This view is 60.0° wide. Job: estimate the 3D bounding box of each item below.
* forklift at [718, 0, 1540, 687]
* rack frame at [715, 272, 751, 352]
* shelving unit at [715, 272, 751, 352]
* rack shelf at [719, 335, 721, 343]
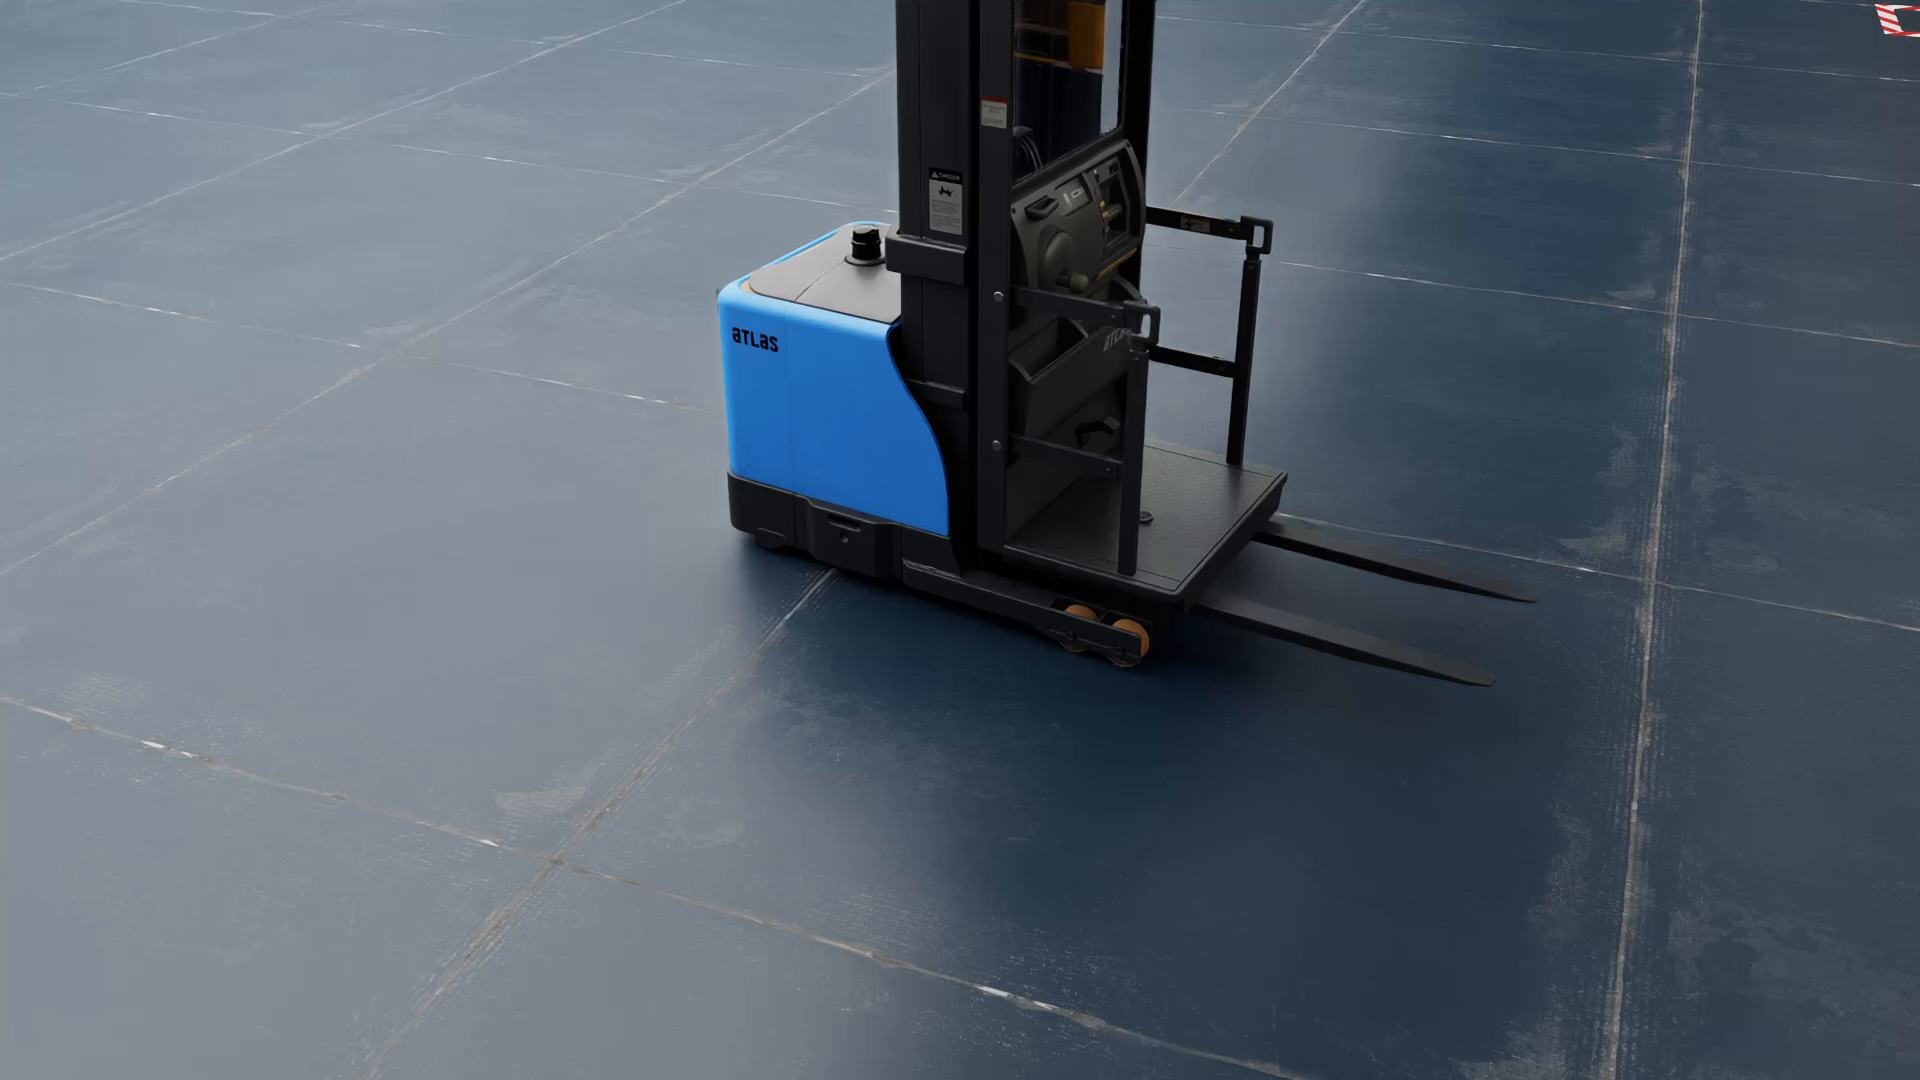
[{"bbox_3d":[0.603,-1.122,5.756,3.031,2.935,1.130,16,33,26],"label":"forklift"},{"bbox_3d":[-0.911,-0.663,7.008,0.006,0.900,0.240,15,33,28],"label":"rack frame"},{"bbox_3d":[-0.824,-0.640,6.961,0.210,0.900,0.258,15,33,28],"label":"shelving unit"},{"bbox_3d":[-0.830,-0.848,6.848,0.200,0.077,0.258,15,33,28],"label":"rack shelf"}]
